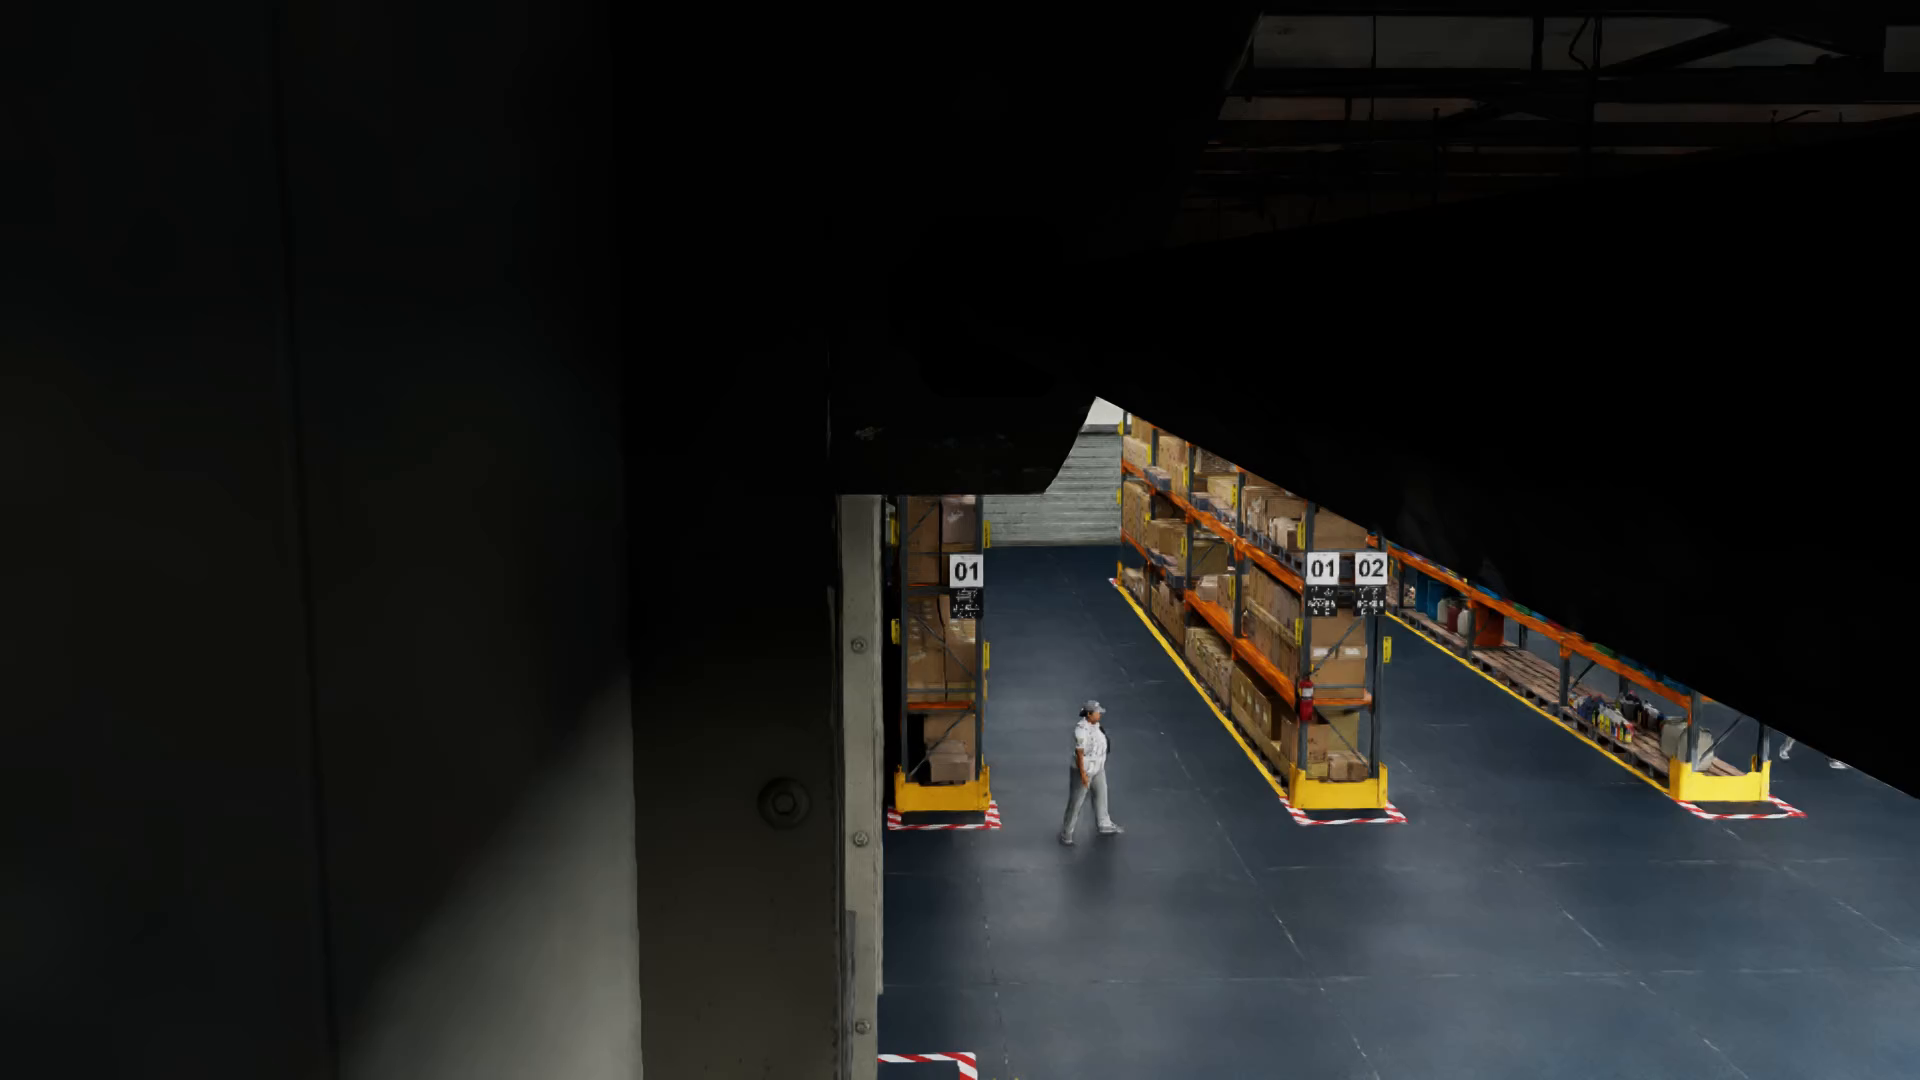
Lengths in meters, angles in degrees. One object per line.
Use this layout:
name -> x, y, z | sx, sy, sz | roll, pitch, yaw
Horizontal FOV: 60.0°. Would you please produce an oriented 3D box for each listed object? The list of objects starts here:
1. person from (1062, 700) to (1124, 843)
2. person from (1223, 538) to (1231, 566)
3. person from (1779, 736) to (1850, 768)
person -> 1.524, 2.665, 19.383 | 0.560, 1.651, 0.733 | 6, 10, 33
person -> 5.633, 0.282, 35.410 | 0.478, 1.672, 0.566 | 1, 8, 4
person -> 11.527, 2.279, 22.402 | 0.453, 1.537, 0.881 | -4, 9, -26
